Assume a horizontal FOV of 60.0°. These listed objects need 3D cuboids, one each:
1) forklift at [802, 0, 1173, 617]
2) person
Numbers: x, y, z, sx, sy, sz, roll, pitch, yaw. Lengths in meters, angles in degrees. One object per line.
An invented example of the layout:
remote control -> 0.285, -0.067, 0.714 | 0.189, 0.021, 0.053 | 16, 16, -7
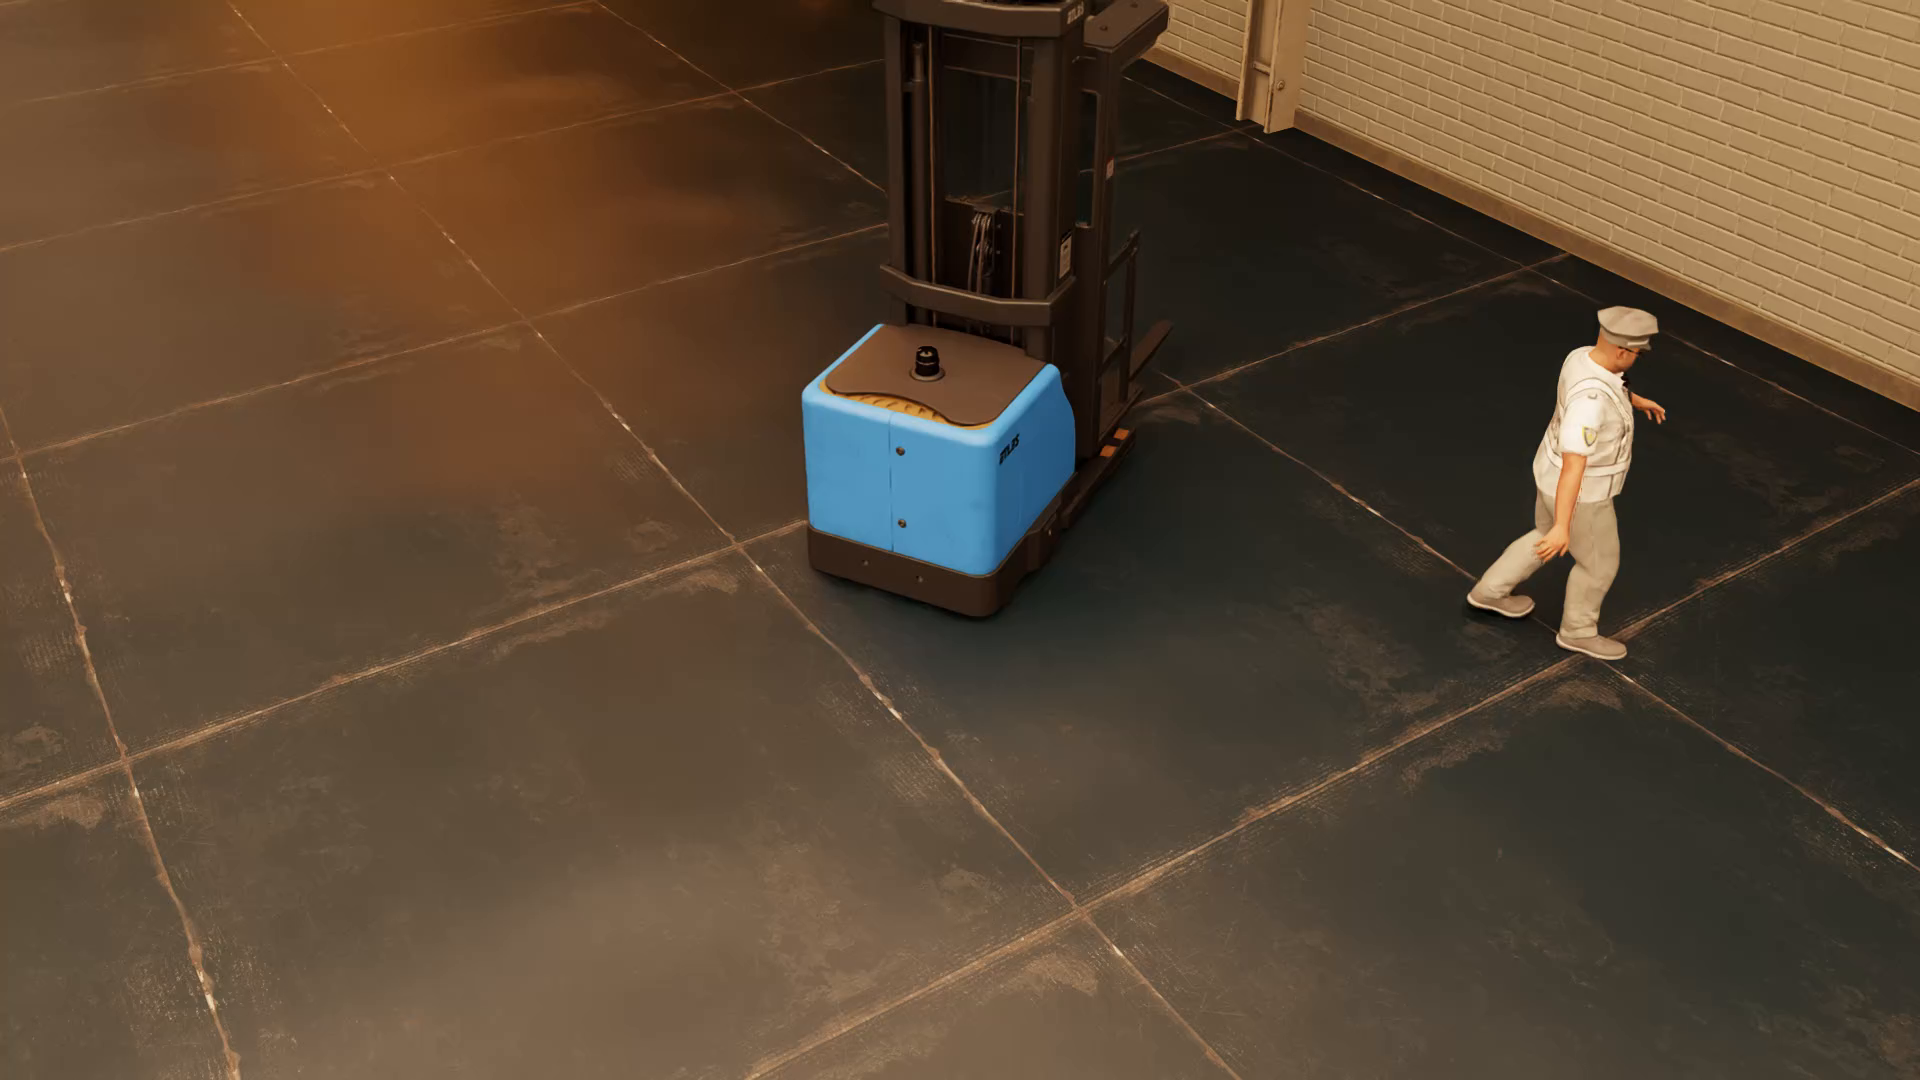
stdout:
forklift -> 0.339, -1.661, 8.512 | 1.130, 2.935, 3.031 | 16, 38, 21
person -> 2.848, -0.239, 7.552 | 0.758, 1.728, 0.967 | 6, 36, 8
